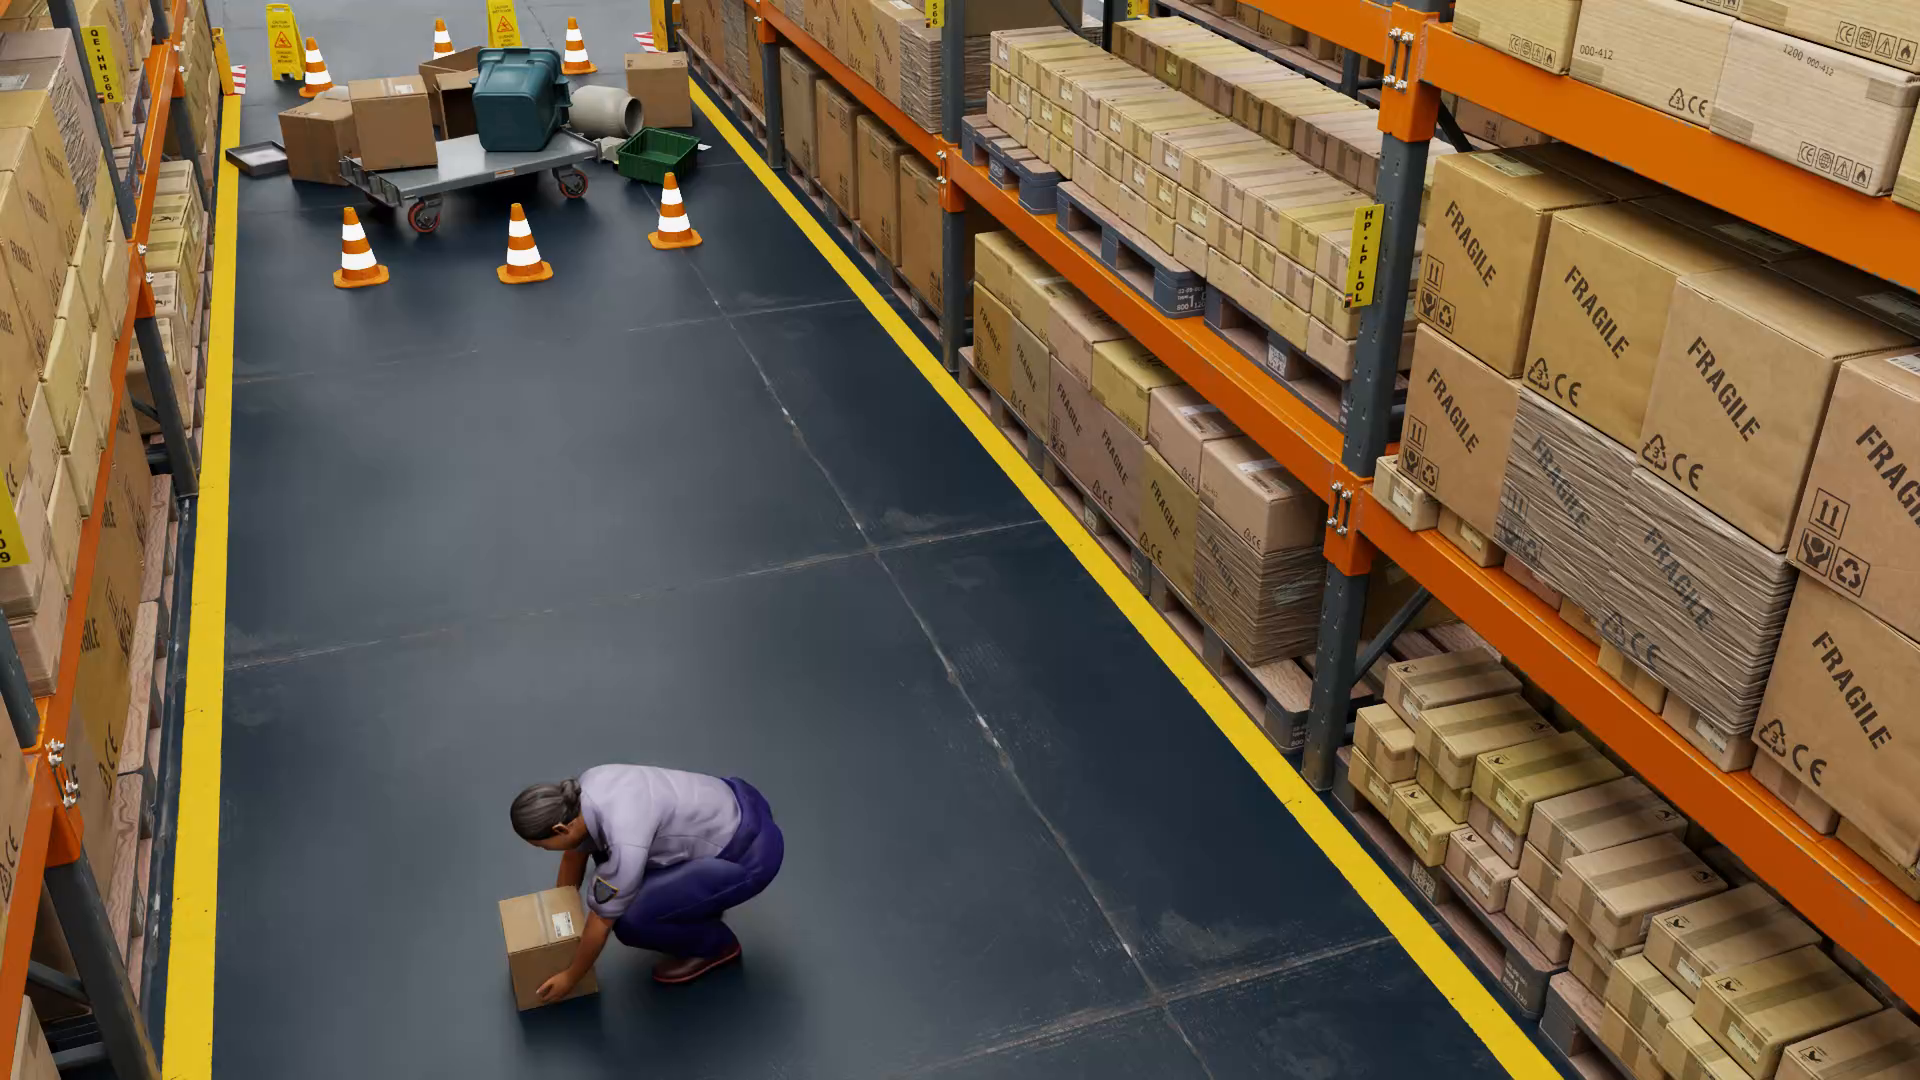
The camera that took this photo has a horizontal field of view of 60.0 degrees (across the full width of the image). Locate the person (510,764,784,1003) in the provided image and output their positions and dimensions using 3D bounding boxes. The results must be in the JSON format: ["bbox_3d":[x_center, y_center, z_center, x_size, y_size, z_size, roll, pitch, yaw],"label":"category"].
[{"bbox_3d":[-0.982,1.004,5.268,0.838,0.799,0.509,-10,32,-17],"label":"person"}]
